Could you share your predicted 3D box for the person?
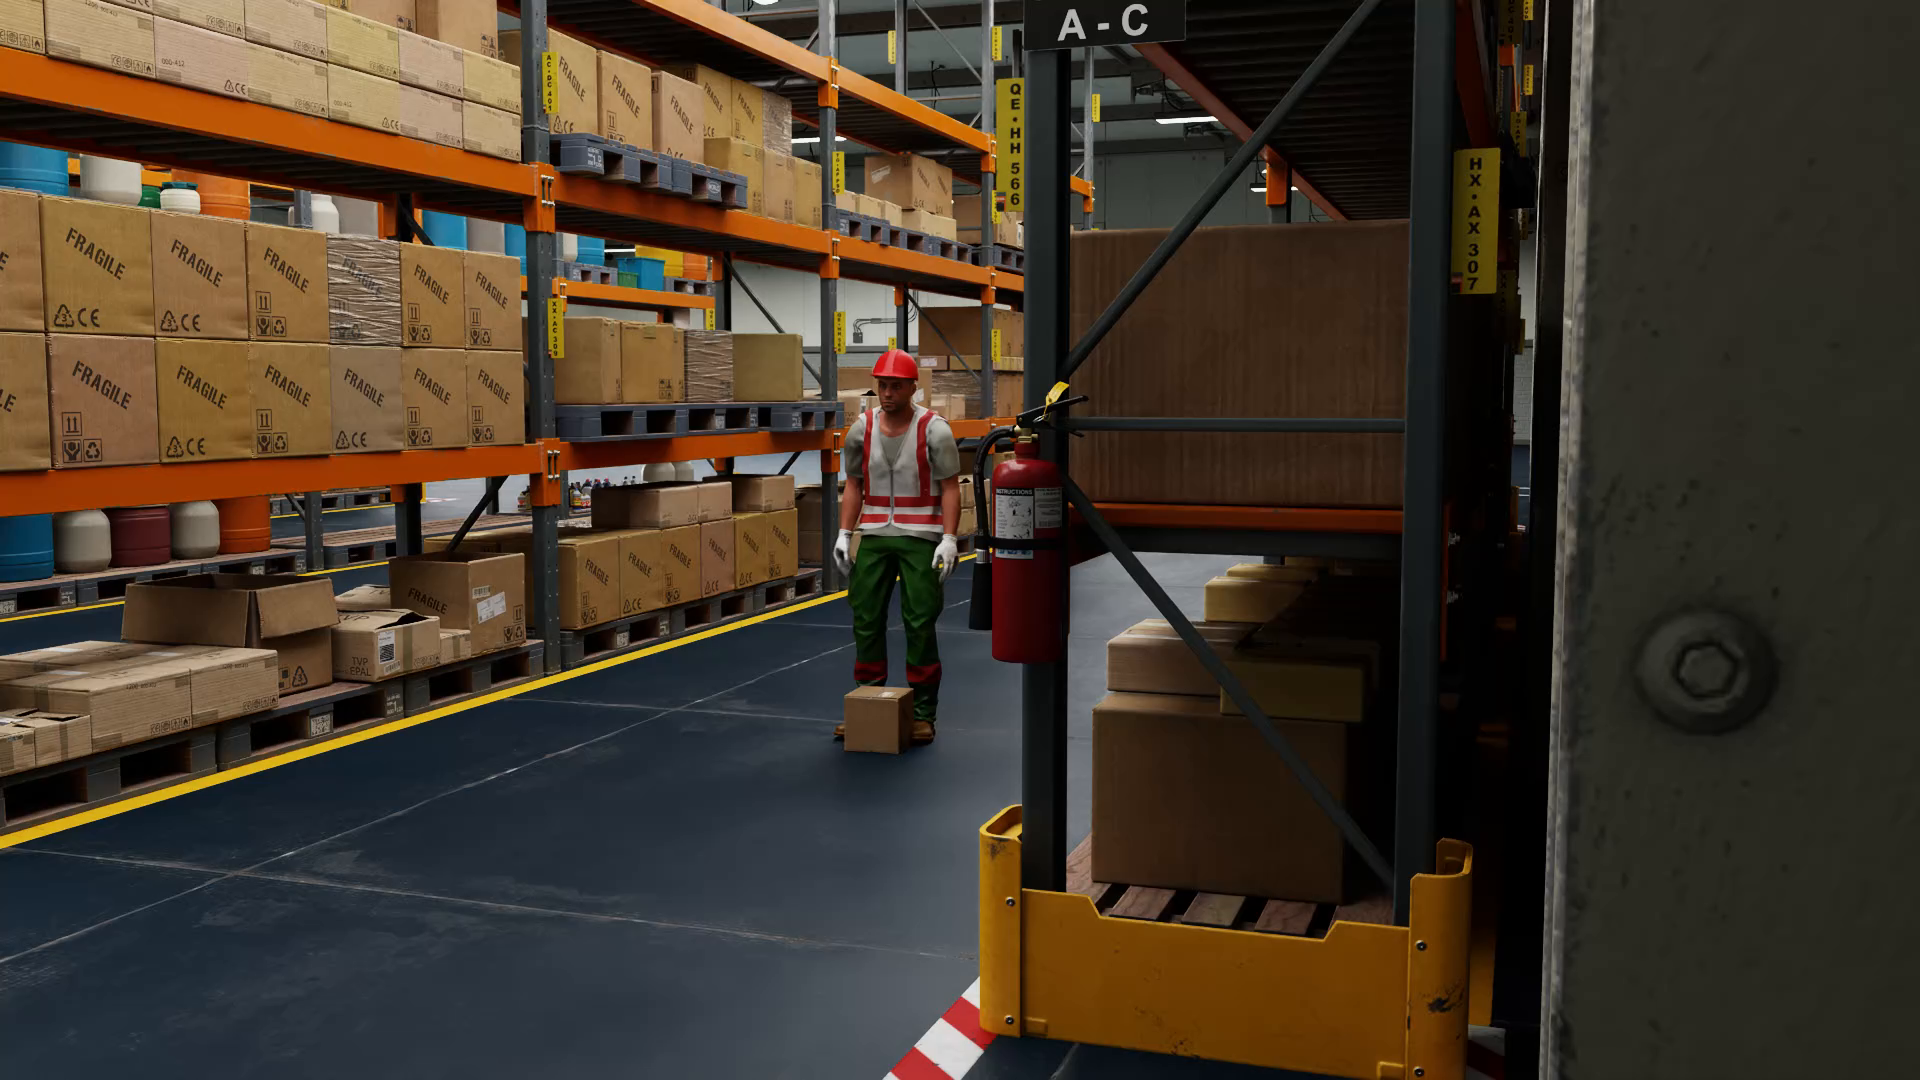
[{"bbox_3d":[-0.291,0.024,7.592,0.606,1.778,0.452,2,5,19],"label":"person"}]
